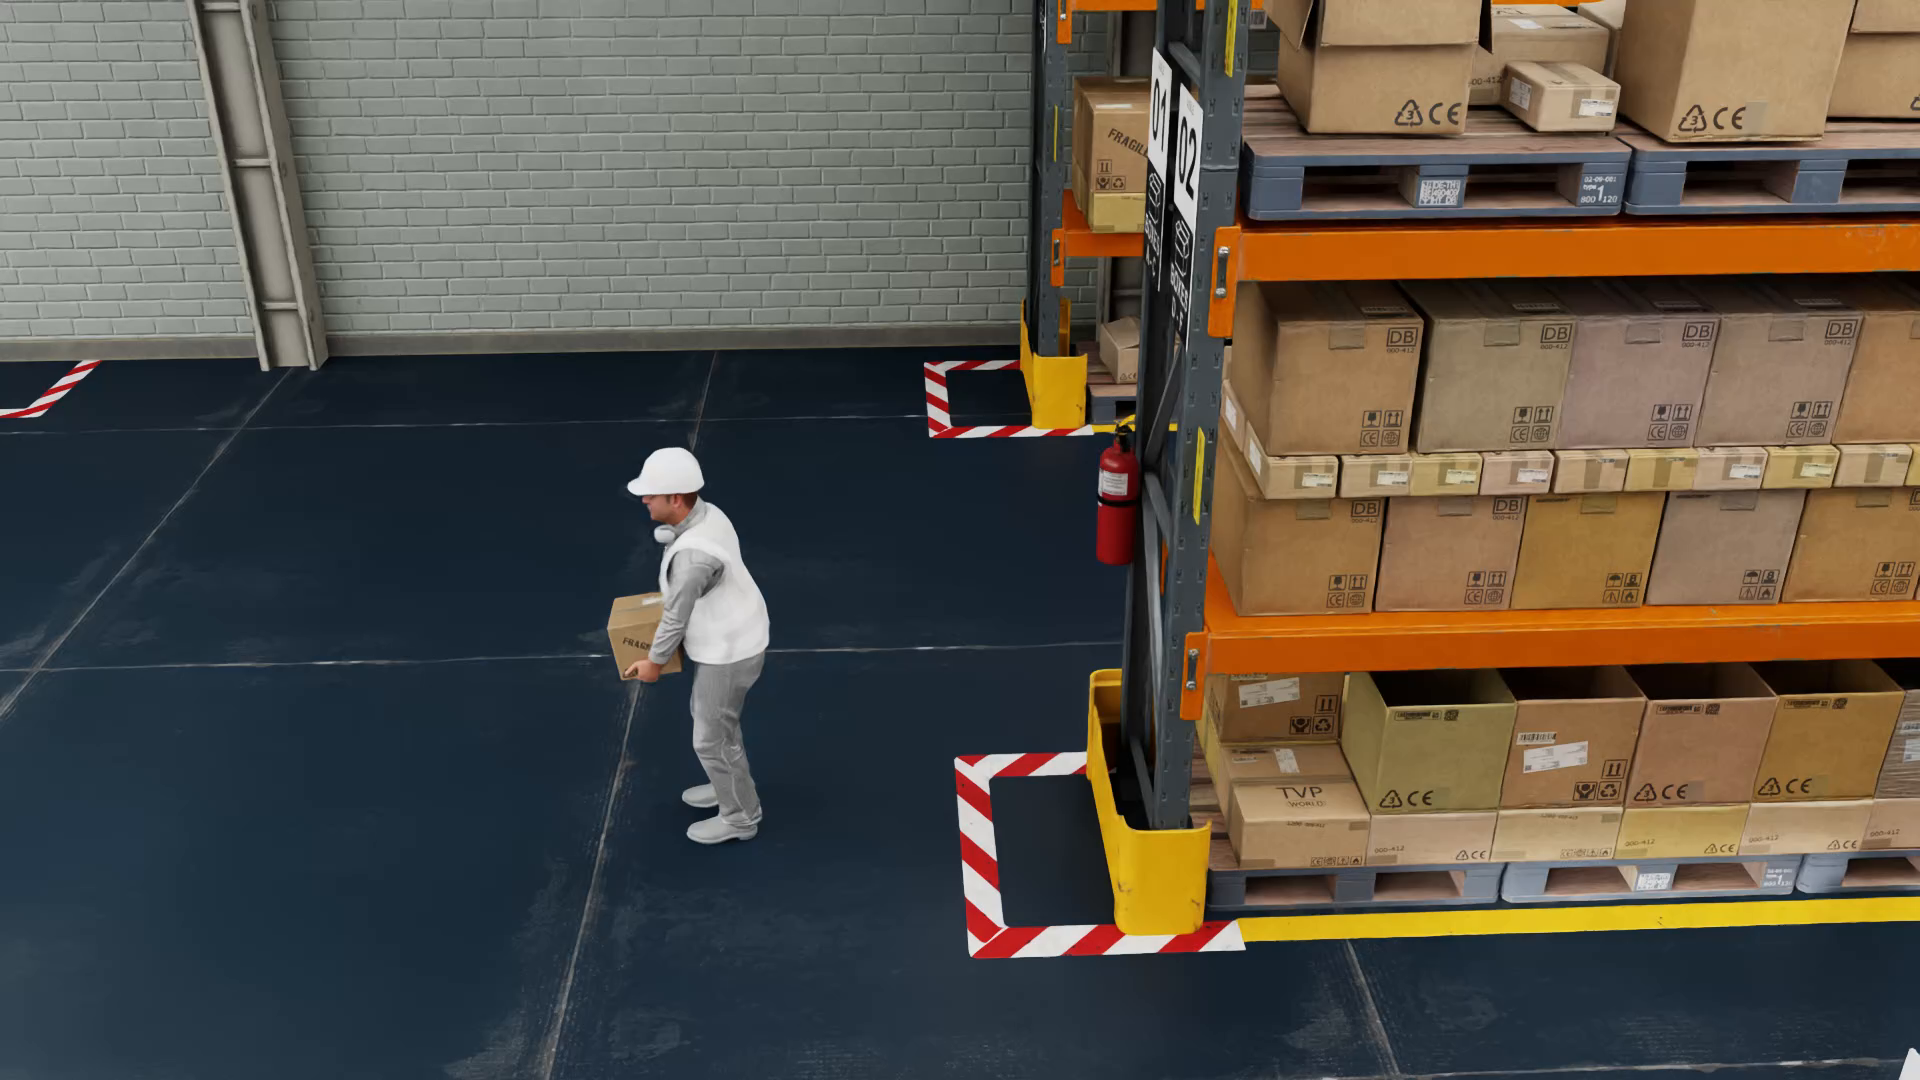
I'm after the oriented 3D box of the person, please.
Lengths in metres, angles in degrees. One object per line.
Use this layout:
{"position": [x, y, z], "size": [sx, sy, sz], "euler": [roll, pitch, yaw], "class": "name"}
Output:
{"position": [-1.066, 0.430, 6.788], "size": [0.582, 1.754, 0.486], "euler": [-2, 27, -4], "class": "person"}
